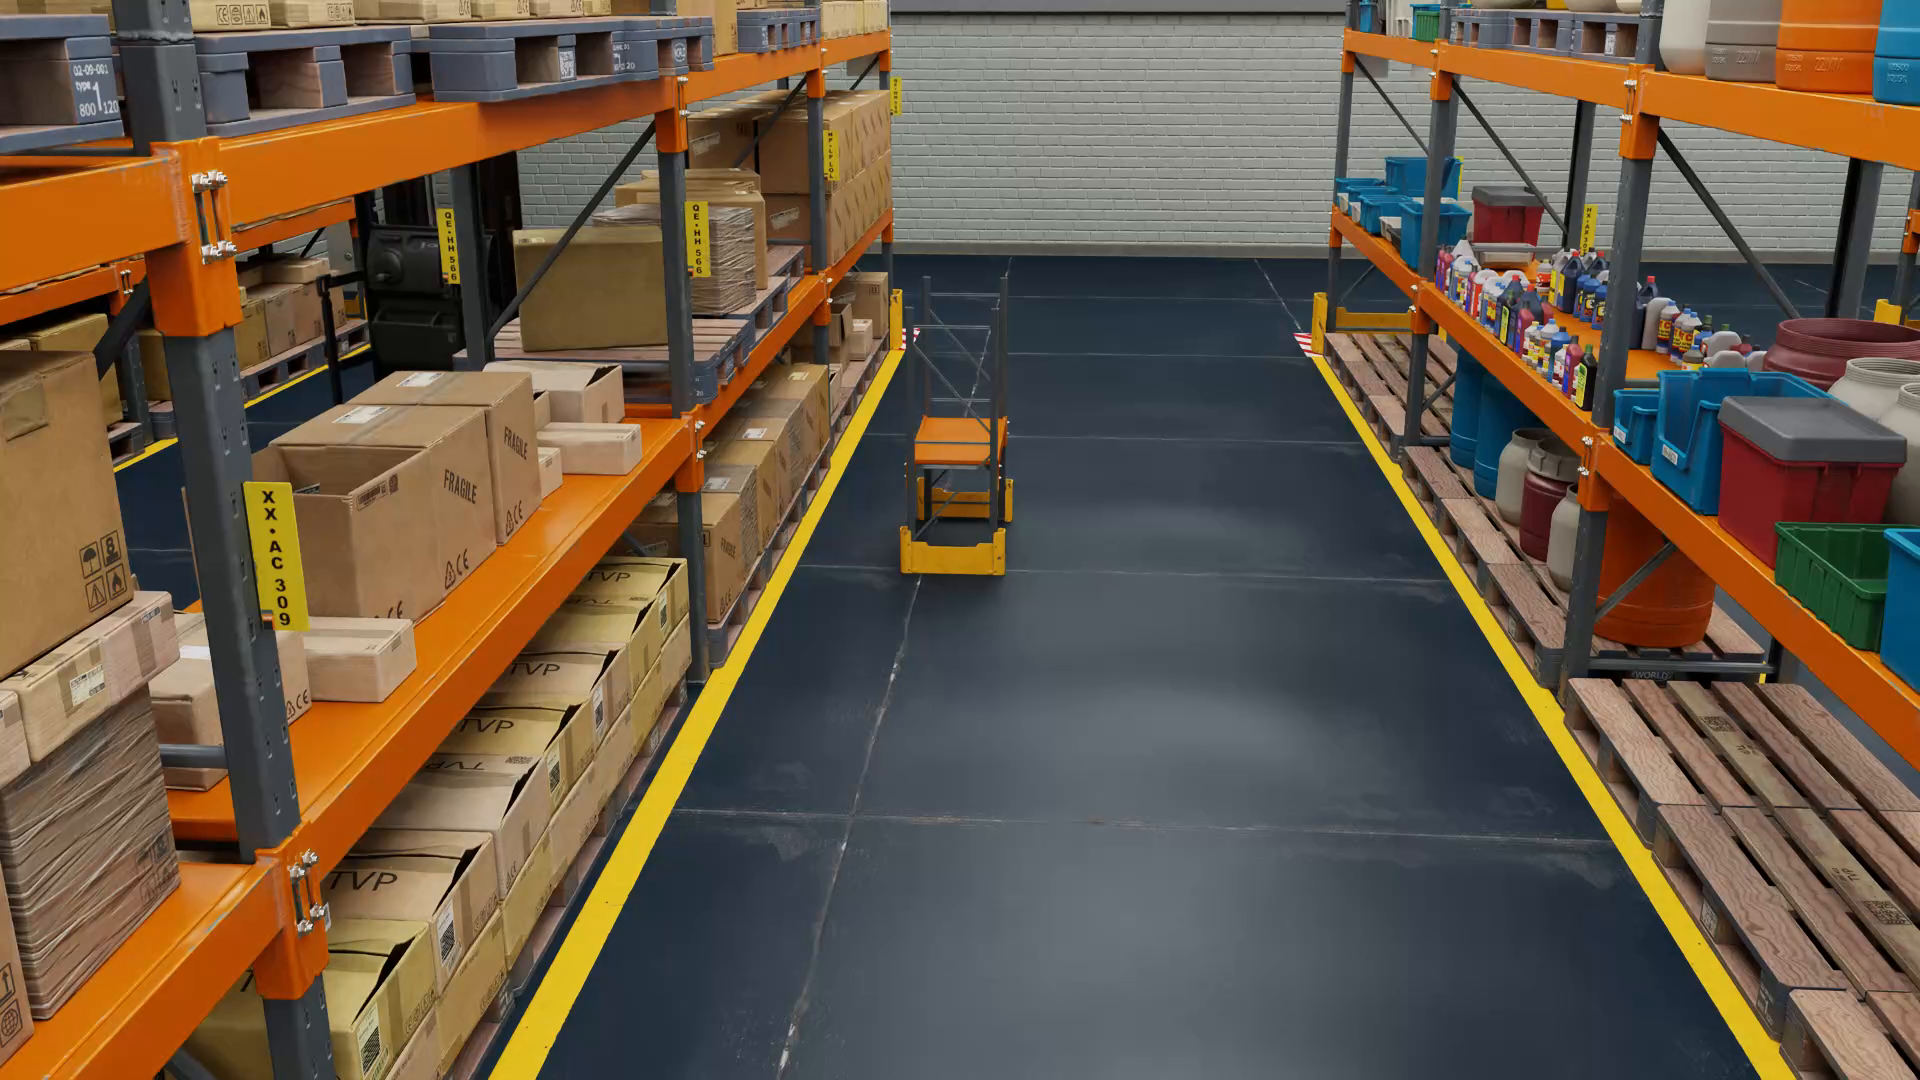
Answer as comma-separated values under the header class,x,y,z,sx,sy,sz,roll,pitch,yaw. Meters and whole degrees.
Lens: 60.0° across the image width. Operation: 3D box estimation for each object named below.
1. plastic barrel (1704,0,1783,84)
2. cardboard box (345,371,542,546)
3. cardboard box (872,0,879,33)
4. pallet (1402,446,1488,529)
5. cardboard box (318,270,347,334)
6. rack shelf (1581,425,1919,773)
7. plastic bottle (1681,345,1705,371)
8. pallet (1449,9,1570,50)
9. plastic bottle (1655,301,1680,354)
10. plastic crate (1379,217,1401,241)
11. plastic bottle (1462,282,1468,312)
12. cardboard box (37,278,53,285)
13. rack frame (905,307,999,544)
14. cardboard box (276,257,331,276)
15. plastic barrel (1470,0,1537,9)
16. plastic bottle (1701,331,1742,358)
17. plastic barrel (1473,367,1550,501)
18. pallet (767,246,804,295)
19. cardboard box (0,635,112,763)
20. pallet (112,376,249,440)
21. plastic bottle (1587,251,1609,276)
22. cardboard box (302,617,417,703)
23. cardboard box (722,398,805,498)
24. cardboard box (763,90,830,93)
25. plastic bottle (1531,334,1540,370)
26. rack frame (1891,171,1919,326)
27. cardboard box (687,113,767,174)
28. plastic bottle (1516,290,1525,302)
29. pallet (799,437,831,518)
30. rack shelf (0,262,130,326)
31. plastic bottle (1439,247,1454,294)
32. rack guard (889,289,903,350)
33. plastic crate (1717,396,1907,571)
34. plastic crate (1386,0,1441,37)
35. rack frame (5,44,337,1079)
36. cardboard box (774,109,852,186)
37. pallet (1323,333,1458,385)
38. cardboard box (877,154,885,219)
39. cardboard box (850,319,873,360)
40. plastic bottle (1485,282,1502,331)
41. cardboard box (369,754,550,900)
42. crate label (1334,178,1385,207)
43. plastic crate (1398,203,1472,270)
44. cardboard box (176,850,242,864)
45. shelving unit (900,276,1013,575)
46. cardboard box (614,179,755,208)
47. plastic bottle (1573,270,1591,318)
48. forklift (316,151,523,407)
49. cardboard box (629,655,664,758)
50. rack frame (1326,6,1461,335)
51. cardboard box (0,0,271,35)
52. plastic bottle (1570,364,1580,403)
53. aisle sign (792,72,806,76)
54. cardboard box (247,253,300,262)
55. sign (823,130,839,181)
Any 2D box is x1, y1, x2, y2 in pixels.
class,x,y,z,sx,sy,sz,roll,pitch,yaw
plastic barrel,2.970,-2.070,5.802,0.600,0.901,0.600,0,18,0
cardboard box,-1.799,-0.295,5.845,0.500,0.500,0.500,0,18,1
cardboard box,-0.942,-4.287,13.613,0.500,0.250,0.500,1,18,4
pallet,3.435,-0.335,10.608,1.003,0.211,1.213,1,18,4
cardboard box,-6.013,-2.155,15.022,0.700,0.500,0.500,1,18,4
rack shelf,3.102,0.306,5.327,1.077,0.370,4.000,1,18,4
plastic bottle,3.506,-0.830,7.959,0.097,0.201,0.097,0,18,0
pallet,3.574,-2.989,9.715,1.213,0.211,1.003,1,18,4
plastic bottle,3.717,-1.117,8.722,0.097,0.271,0.097,0,18,0
plastic crate,3.357,-2.350,12.605,0.293,0.136,0.466,1,18,4
plastic bottle,3.043,-1.460,9.881,0.097,0.201,0.097,0,18,0
cardboard box,-6.149,-1.741,10.790,0.380,0.149,0.250,2,18,6
rack frame,-0.043,-0.528,9.127,0.500,1.500,0.032,1,18,4
cardboard box,-5.840,-2.419,14.787,0.380,0.149,0.250,1,18,3
plastic barrel,3.245,-3.431,9.867,0.433,0.535,0.433,0,18,0
plastic bottle,3.632,-0.869,7.957,0.152,0.276,0.135,1,18,4
plastic barrel,3.426,-0.713,9.978,0.600,0.901,0.708,1,18,4
pallet,-1.574,-1.674,10.523,1.003,0.211,1.213,1,18,4
cardboard box,-1.807,0.284,3.037,0.380,0.149,0.250,1,18,3
pallet,-6.217,-1.030,12.727,1.003,0.211,1.213,1,18,4
plastic bottle,3.780,-1.526,9.841,0.144,0.351,0.185,1,18,4
cardboard box,-1.714,0.322,4.525,0.380,0.149,0.250,1,18,4
cardboard box,-1.238,-0.563,10.133,0.500,0.500,0.500,2,18,5
cardboard box,-1.416,-3.644,14.460,0.500,0.500,0.500,2,18,6
plastic bottle,2.927,-0.956,8.342,0.097,0.201,0.097,0,18,0
rack frame,8.759,-3.031,14.356,1.000,3.000,0.127,1,18,4
cardboard box,-1.630,-2.696,11.569,0.500,0.500,0.500,1,18,4
plastic bottle,3.014,-1.189,8.922,0.061,0.283,0.133,1,18,4
pallet,-1.429,-0.432,10.904,1.003,0.211,1.213,1,18,4
rack shelf,-6.493,-1.157,9.793,1.077,0.370,4.000,1,18,4
plastic bottle,3.071,-1.698,10.475,0.061,0.283,0.133,1,18,4
rack guard,-1.127,-2.042,15.352,1.175,0.500,0.348,1,18,4
plastic crate,2.824,-0.192,5.590,0.402,0.464,0.583,1,18,4
plastic crate,3.352,-3.829,12.165,0.437,0.282,0.530,1,18,4
rack frame,-1.982,0.474,3.660,1.000,3.000,0.127,1,18,4
cardboard box,-1.057,-2.834,11.988,0.500,0.500,0.500,1,18,2
pallet,3.721,-1.561,14.349,1.003,0.211,1.213,1,18,4
cardboard box,-0.916,-2.994,14.084,0.500,0.500,0.500,1,18,4
cardboard box,-1.013,-1.687,13.963,0.500,0.250,0.500,1,18,4
plastic bottle,3.000,-1.308,9.304,0.097,0.271,0.097,0,18,0
cardboard box,-1.626,0.875,5.275,0.500,0.311,0.500,1,18,2
crate label,3.473,-3.021,14.499,0.416,0.233,0.303,1,18,4
plastic crate,3.226,-2.073,11.361,0.392,0.384,0.575,1,18,4
cardboard box,-2.207,1.020,4.833,0.500,0.311,0.500,2,18,5
shelving unit,-0.005,-0.689,9.617,0.587,1.500,1.083,1,18,4
cardboard box,-1.651,-1.901,10.072,0.700,0.500,0.500,4,19,13
plastic bottle,3.638,-1.435,9.693,0.097,0.271,0.097,0,18,0
forklift,-3.588,-1.853,10.871,1.130,2.935,3.031,5,19,16
cardboard box,-1.523,0.667,6.810,0.500,0.250,0.500,1,18,3
rack frame,3.819,-3.142,14.693,1.000,3.000,0.127,1,18,4
cardboard box,-1.928,-1.271,3.735,0.500,0.250,0.500,3,18,10
plastic bottle,2.875,-0.733,7.662,0.097,0.201,0.097,0,18,0
aisle sign,-1.409,-4.516,14.714,0.394,0.787,0.004,1,18,4
cardboard box,-6.203,-2.506,15.053,0.380,0.149,0.250,1,18,4
sign,-0.854,-2.550,11.028,0.100,0.325,0.005,1,18,4
